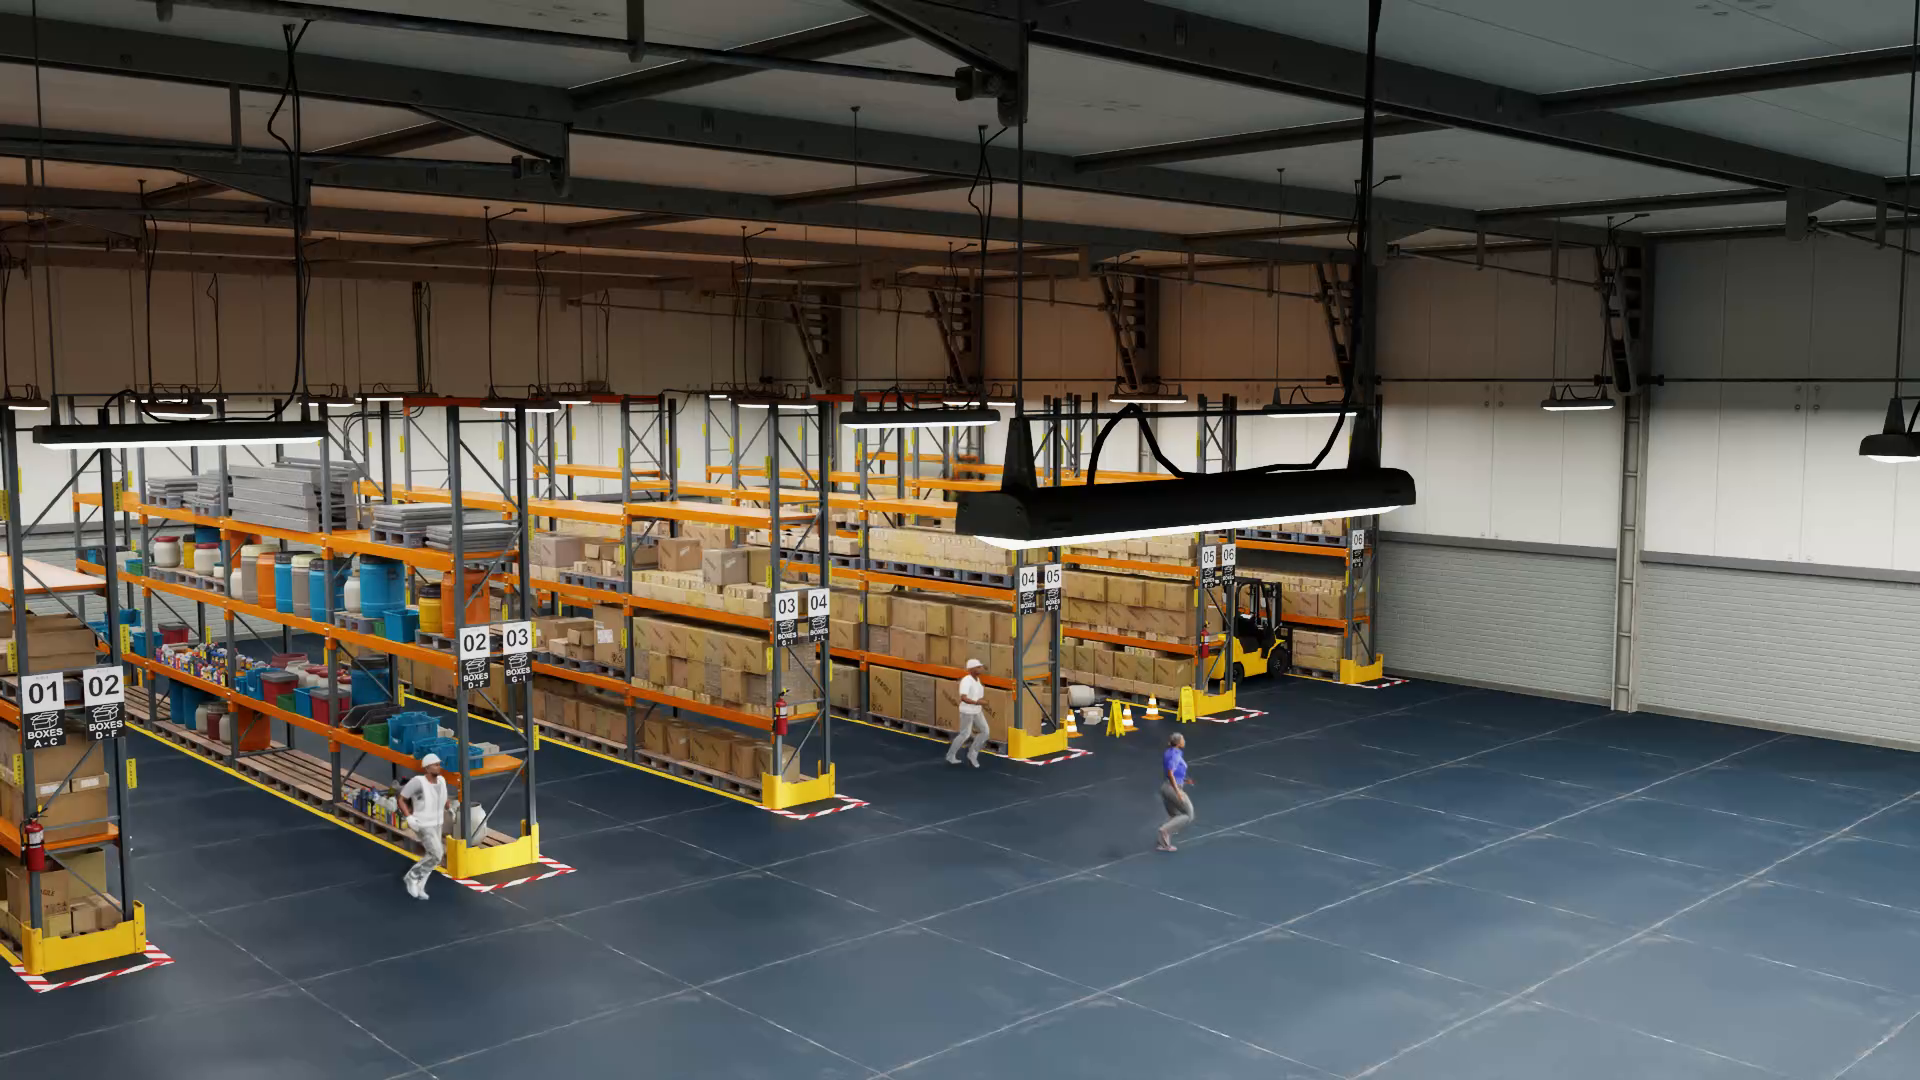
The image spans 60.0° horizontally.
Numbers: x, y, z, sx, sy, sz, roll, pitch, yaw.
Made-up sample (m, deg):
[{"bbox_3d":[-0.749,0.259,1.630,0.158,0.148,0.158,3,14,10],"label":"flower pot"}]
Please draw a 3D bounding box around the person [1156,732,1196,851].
[{"bbox_3d":[2.922,3.378,22.328,0.585,1.609,0.561,-1,6,-13],"label":"person"}]

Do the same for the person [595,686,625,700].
[{"bbox_3d":[-6.731,2.386,32.265,0.926,1.656,0.562,4,7,38],"label":"person"}]

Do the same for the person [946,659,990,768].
[{"bbox_3d":[0.180,2.838,27.233,0.733,1.799,0.720,3,6,26],"label":"person"}]

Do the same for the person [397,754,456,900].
[{"bbox_3d":[-6.472,3.504,20.399,0.564,1.757,0.690,2,6,18],"label":"person"}]
